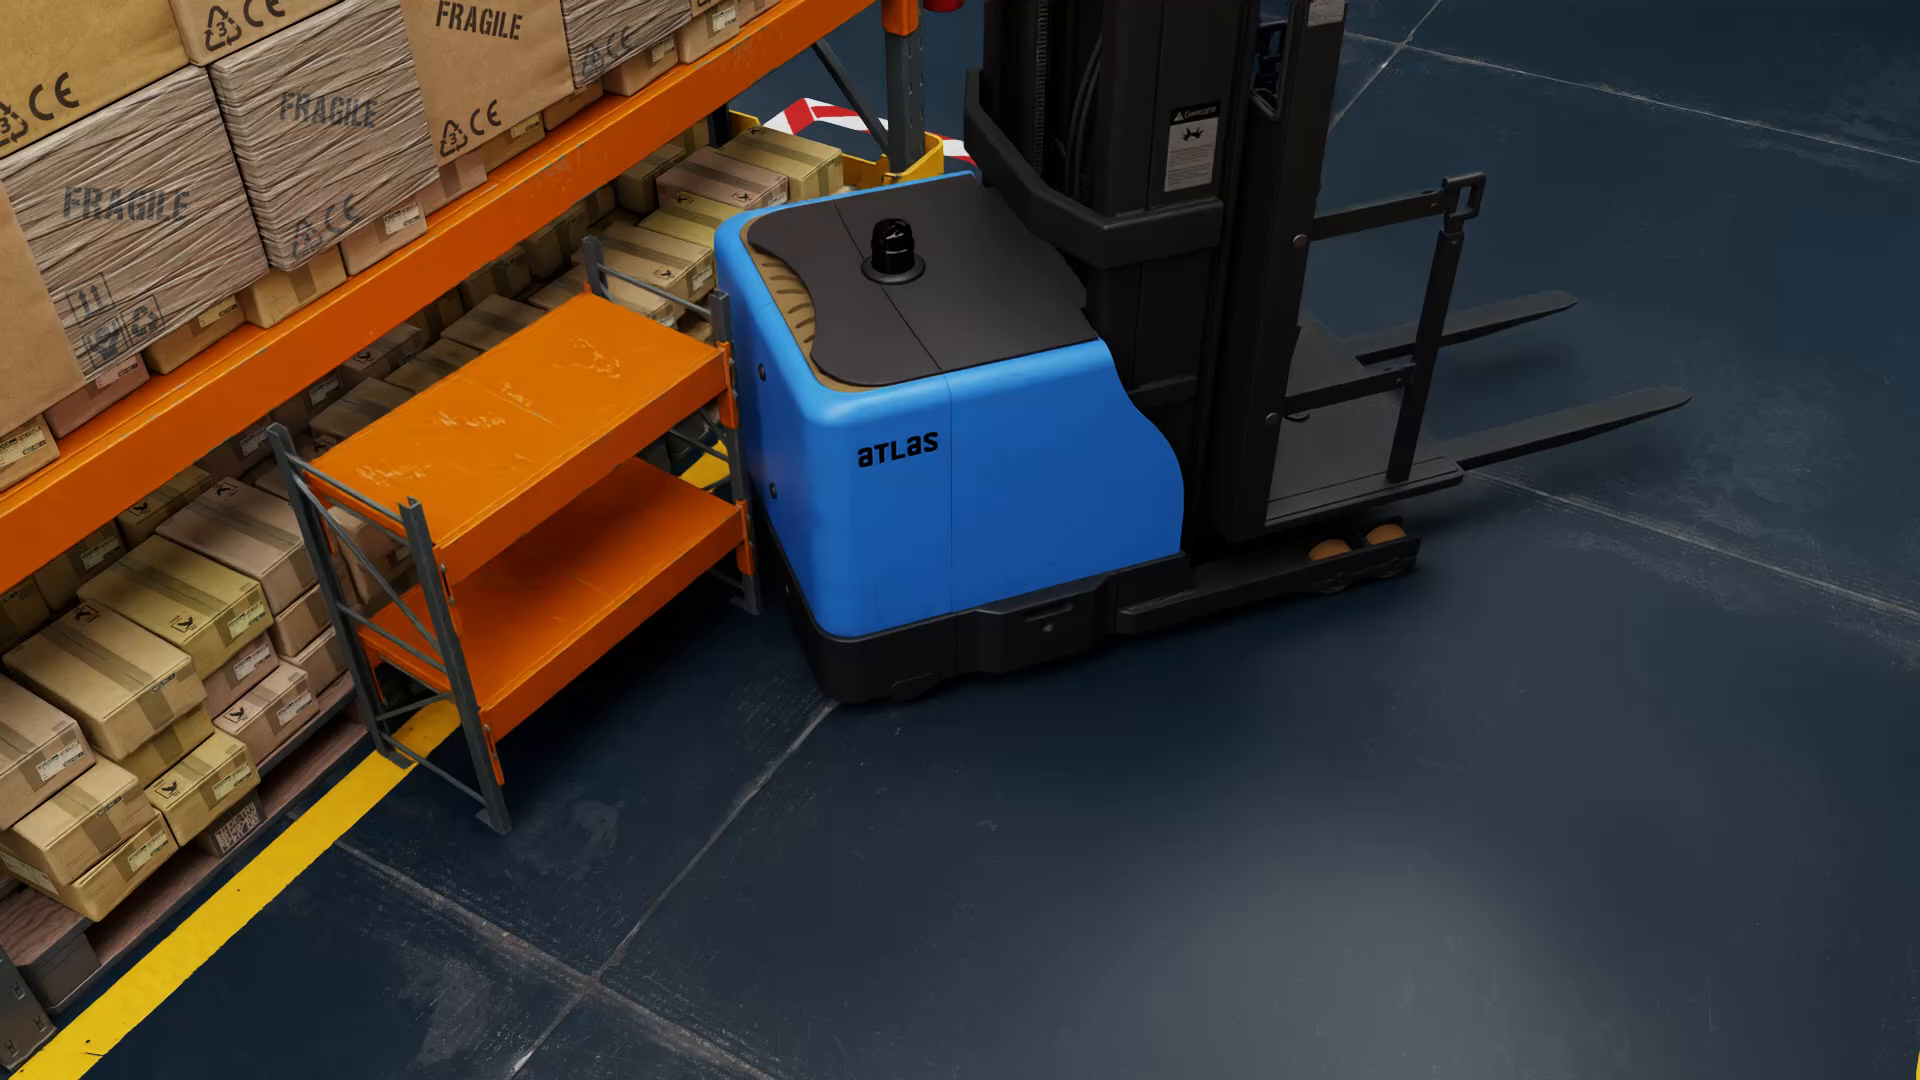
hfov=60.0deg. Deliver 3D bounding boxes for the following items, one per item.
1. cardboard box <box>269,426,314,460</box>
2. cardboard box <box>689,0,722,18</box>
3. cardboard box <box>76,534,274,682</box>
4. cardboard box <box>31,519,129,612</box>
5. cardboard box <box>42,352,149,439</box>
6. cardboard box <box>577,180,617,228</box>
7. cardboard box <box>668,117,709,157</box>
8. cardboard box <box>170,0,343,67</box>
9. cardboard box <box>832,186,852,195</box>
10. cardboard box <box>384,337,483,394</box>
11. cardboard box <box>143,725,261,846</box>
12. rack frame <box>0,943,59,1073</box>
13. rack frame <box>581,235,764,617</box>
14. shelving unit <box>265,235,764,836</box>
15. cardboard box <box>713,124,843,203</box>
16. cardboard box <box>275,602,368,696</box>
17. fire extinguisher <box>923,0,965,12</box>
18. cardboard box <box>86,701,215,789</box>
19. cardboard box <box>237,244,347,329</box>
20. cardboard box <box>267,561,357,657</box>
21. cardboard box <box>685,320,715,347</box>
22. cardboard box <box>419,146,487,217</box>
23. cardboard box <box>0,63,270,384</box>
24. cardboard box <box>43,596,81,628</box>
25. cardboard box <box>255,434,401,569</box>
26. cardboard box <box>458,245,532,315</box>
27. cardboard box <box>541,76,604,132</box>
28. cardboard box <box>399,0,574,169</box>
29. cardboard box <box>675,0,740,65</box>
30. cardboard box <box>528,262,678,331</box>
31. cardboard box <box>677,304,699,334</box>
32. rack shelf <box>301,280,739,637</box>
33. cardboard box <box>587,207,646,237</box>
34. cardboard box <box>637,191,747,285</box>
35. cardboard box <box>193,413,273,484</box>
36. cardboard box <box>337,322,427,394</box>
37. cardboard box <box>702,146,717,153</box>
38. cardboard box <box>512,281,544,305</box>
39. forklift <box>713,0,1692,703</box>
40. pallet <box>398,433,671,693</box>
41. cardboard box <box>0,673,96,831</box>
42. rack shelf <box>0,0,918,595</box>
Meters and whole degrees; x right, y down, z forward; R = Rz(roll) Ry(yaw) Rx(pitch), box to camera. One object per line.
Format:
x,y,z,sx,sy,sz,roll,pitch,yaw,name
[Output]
-1.995,-0.306,4.942,0.380,0.149,0.250,19,45,20,cardboard box
-0.856,-1.896,4.832,0.500,0.500,0.500,20,45,21,cardboard box
-1.969,0.169,4.178,0.380,0.149,0.250,20,45,21,cardboard box
-2.429,0.002,4.367,0.380,0.149,0.250,21,45,22,cardboard box
-2.015,-0.395,3.619,0.380,0.149,0.250,19,45,20,cardboard box
-1.419,-1.206,5.739,0.380,0.149,0.250,21,45,22,cardboard box
-1.148,-1.505,6.079,0.380,0.149,0.250,19,45,20,cardboard box
-1.631,-1.375,3.484,0.500,0.500,0.500,22,46,23,cardboard box
-0.609,-1.185,5.940,0.380,0.149,0.250,20,45,21,cardboard box
-1.437,-0.418,4.844,0.380,0.149,0.250,21,46,22,cardboard box
-2.000,0.565,4.178,0.380,0.149,0.250,22,46,23,cardboard box
-2.593,-0.093,3.086,1.000,3.000,0.127,21,45,22,rack frame
-0.804,-0.296,4.735,0.500,1.125,0.032,25,47,26,rack frame
-1.099,-0.022,4.424,0.538,1.125,1.048,25,47,26,shelving unit
-0.637,-1.306,5.852,0.380,0.149,0.250,21,46,23,cardboard box
-1.837,0.244,4.543,0.380,0.149,0.250,20,45,21,cardboard box
-0.066,-2.204,5.824,0.296,0.674,0.183,21,45,22,fire extinguisher
-2.086,0.432,4.104,0.380,0.149,0.250,21,46,22,cardboard box
-1.691,-0.671,3.932,0.380,0.149,0.250,22,46,23,cardboard box
-1.858,0.127,4.451,0.380,0.149,0.250,19,45,20,cardboard box
-1.035,-0.650,5.558,0.380,0.149,0.250,21,46,22,cardboard box
-1.457,-0.991,4.295,0.380,0.149,0.250,23,46,24,cardboard box
-1.886,-0.728,3.506,0.500,0.500,0.500,21,45,22,cardboard box
-2.467,0.104,4.476,0.380,0.149,0.250,19,45,21,cardboard box
-1.660,-0.107,4.491,0.380,0.149,0.250,22,46,23,cardboard box
-1.618,-0.881,5.370,0.380,0.149,0.250,23,46,24,cardboard box
-1.231,-1.299,4.646,0.380,0.149,0.250,19,45,20,cardboard box
-1.360,-1.320,4.179,0.500,0.500,0.500,23,46,24,cardboard box
-0.887,-1.575,4.959,0.380,0.149,0.250,22,46,23,cardboard box
-1.103,-0.692,5.155,0.380,0.149,0.250,23,46,24,cardboard box
-1.091,-0.767,5.465,0.380,0.149,0.250,20,45,22,cardboard box
-1.099,-0.242,4.230,0.538,0.278,1.000,25,47,26,rack shelf
-1.308,-1.059,5.797,0.380,0.149,0.250,21,46,23,cardboard box
-0.832,-0.991,5.495,0.380,0.149,0.250,20,45,21,cardboard box
-2.176,-0.306,4.717,0.380,0.149,0.250,19,45,20,cardboard box
-1.832,-0.570,5.017,0.380,0.149,0.250,21,46,22,cardboard box
-1.076,-1.366,6.146,0.380,0.149,0.250,23,46,24,cardboard box
-1.581,-0.765,5.463,0.380,0.149,0.250,19,45,20,cardboard box
0.867,-1.252,4.454,3.031,2.935,1.130,-14,43,-15,forklift
-1.678,-0.143,5.253,1.003,0.211,1.213,21,45,22,pallet
-2.242,0.468,3.839,0.380,0.149,0.250,23,46,24,cardboard box
-1.593,-0.967,4.623,1.077,0.370,4.000,21,45,22,rack shelf
